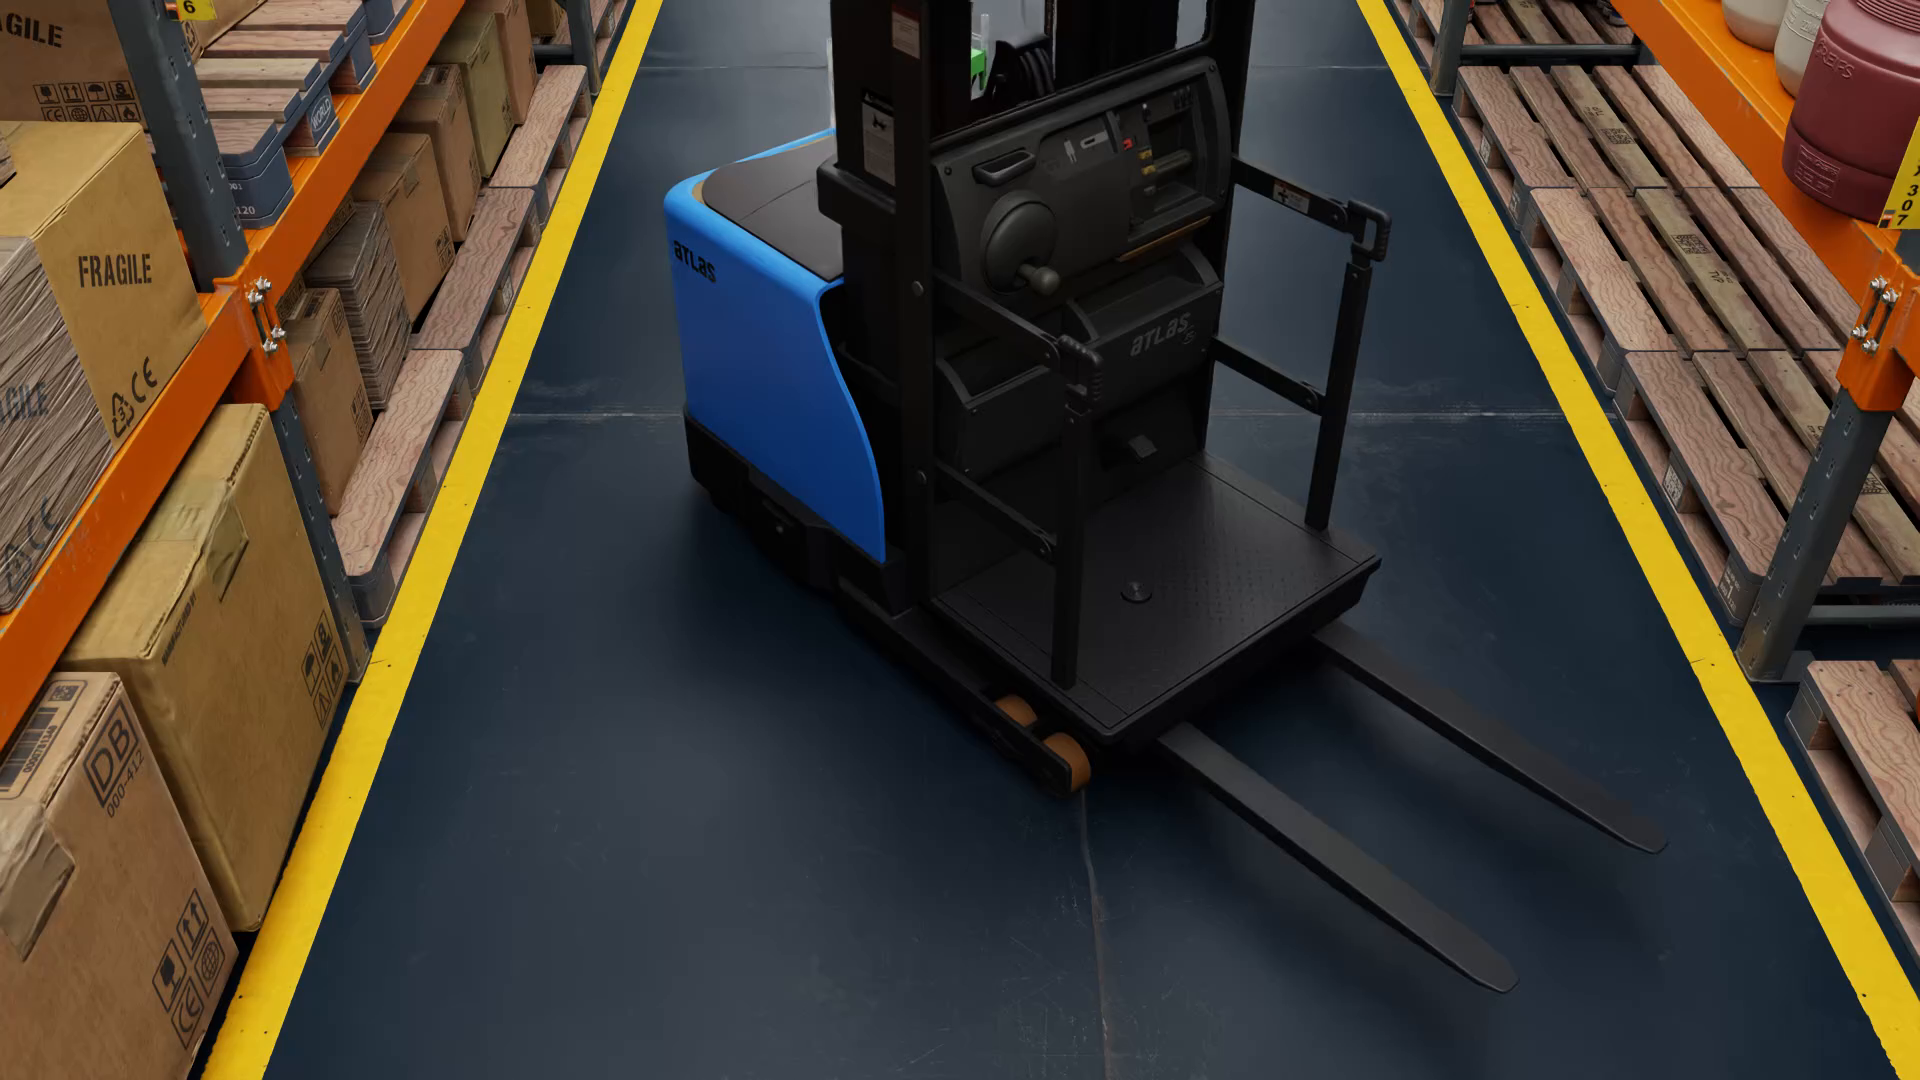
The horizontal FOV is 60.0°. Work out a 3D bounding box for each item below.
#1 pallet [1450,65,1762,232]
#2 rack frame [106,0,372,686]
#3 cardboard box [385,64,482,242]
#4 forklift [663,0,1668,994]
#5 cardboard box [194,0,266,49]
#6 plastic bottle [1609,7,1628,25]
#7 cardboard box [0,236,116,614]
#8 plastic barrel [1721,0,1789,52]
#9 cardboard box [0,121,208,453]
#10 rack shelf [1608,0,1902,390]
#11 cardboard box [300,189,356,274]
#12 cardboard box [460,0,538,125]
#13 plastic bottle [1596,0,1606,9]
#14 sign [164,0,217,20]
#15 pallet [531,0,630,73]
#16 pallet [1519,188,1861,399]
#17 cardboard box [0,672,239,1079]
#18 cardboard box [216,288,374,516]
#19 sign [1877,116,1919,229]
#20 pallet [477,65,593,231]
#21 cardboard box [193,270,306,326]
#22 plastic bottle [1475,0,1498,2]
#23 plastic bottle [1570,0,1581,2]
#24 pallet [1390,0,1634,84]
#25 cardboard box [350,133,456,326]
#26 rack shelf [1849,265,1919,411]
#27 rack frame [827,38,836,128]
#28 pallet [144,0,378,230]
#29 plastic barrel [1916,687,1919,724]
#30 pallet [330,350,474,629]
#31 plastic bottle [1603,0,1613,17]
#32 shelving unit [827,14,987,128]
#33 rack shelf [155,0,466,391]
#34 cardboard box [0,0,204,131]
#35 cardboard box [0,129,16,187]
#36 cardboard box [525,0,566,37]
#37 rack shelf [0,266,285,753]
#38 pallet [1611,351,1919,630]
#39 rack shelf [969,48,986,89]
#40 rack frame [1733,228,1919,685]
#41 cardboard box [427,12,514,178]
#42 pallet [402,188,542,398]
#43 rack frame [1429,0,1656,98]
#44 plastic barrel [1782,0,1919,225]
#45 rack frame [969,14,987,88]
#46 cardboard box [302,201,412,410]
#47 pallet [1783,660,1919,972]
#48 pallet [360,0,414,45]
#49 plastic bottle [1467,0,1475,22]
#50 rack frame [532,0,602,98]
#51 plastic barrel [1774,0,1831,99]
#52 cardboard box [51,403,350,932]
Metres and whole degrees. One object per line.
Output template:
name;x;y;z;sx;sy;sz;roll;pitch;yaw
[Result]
pallet;2.781;-1.719;7.227;1.003;0.211;1.213;0;39;0
rack frame;-2.207;-0.794;3.842;1.000;3.000;0.127;0;39;0
cardboard box;-2.249;-1.459;6.319;0.700;0.500;0.500;-3;39;-4
forklift;0.462;-0.827;3.938;1.130;2.935;3.031;-28;47;-31
cardboard box;-2.348;-1.683;4.536;0.700;0.500;0.500;5;39;7
plastic bottle;3.180;-2.605;7.932;0.097;0.271;0.097;0;39;0
cardboard box;-1.964;-0.212;3.037;0.500;0.500;0.500;0;39;0
plastic barrel;2.531;-1.747;4.942;0.421;0.512;0.421;0;39;0
cardboard box;-1.958;-0.524;3.426;0.500;0.500;0.500;1;39;1
rack shelf;2.744;-1.767;5.632;1.077;0.370;4.000;0;39;0
cardboard box;-2.248;-1.033;5.188;0.500;0.250;0.500;4;39;5
cardboard box;-2.232;-2.107;7.128;0.700;0.500;0.500;-3;39;-4
plastic bottle;3.179;-2.705;8.113;0.097;0.201;0.097;0;39;0
sign;-1.652;-1.248;3.483;0.100;0.325;0.005;0;39;0
pallet;-2.248;-2.627;8.359;1.003;0.211;1.213;0;39;0
pallet;2.786;-0.955;6.272;1.003;0.211;1.213;0;39;0
cardboard box;-2.234;0.861;3.141;1.225;0.875;0.875;0;39;0
cardboard box;-2.228;-0.409;5.009;0.700;0.500;0.500;-2;39;-2
sign;2.196;-0.856;3.789;0.100;0.325;0.005;0;39;0
pallet;-2.209;-1.720;7.228;1.003;0.211;1.213;0;39;0
cardboard box;-2.238;-0.702;4.774;0.500;0.250;0.500;1;39;2
plastic bottle;2.597;-2.839;8.161;0.144;0.351;0.185;0;39;0
plastic bottle;3.045;-2.812;8.180;0.061;0.283;0.133;0;39;0
pallet;2.782;-2.631;8.364;1.003;0.211;1.213;0;39;0
cardboard box;-2.249;-1.110;5.884;0.700;0.500;0.500;3;39;4
rack shelf;2.748;0.734;2.510;1.077;0.370;4.000;0;39;0
rack frame;-0.335;-1.090;5.650;0.240;1.200;0.015;30;47;32
pallet;-2.314;-1.164;4.458;1.213;0.211;1.003;0;39;0
plastic barrel;2.764;0.192;4.012;0.600;0.830;0.708;0;39;0
pallet;-2.206;-0.194;5.324;1.003;0.211;1.213;0;39;0
plastic bottle;3.179;-2.641;8.033;0.097;0.201;0.097;0;39;0
shelving unit;-0.170;-1.202;5.790;0.258;1.200;0.503;30;47;32
rack shelf;-2.209;-1.764;5.627;1.077;0.370;4.000;0;39;0
cardboard box;-2.247;-1.334;4.100;0.500;0.500;0.500;-5;39;-6
cardboard box;-2.222;-0.767;2.926;0.797;0.503;0.637;1;39;1
cardboard box;-2.172;-2.734;7.926;0.500;0.500;0.500;-1;39;-1
rack shelf;-2.205;0.738;2.506;1.077;0.370;4.000;0;39;0
pallet;2.784;-0.194;5.323;1.003;0.211;1.213;0;39;0
rack shelf;-0.170;-1.526;5.530;0.258;0.148;0.480;30;47;32
rack frame;2.746;-0.797;3.846;1.000;3.000;0.127;0;39;0
cardboard box;-2.251;-1.809;6.756;0.700;0.500;0.500;0;39;0
pallet;-2.205;-0.955;6.273;1.003;0.211;1.213;0;39;0
rack frame;2.742;-3.299;6.968;1.000;3.000;0.127;0;39;0
plastic barrel;2.443;-1.140;4.165;0.600;0.536;0.708;0;39;0
rack frame;-0.004;-1.314;5.930;0.240;1.200;0.015;30;47;32
cardboard box;-2.241;-0.756;5.441;0.700;0.500;0.500;-3;39;-4
pallet;2.789;0.784;4.103;1.003;0.211;1.213;0;39;0
pallet;-2.250;-1.957;5.446;1.003;0.211;1.213;0;39;0
plastic bottle;2.429;-2.605;7.988;0.097;0.201;0.097;0;39;0
rack frame;-2.211;-3.295;6.963;1.000;3.000;0.127;0;39;0
plastic barrel;2.531;-1.484;4.614;0.421;0.512;0.421;0;39;0
cardboard box;-2.227;0.303;3.836;1.225;0.875;0.875;-2;39;-2
